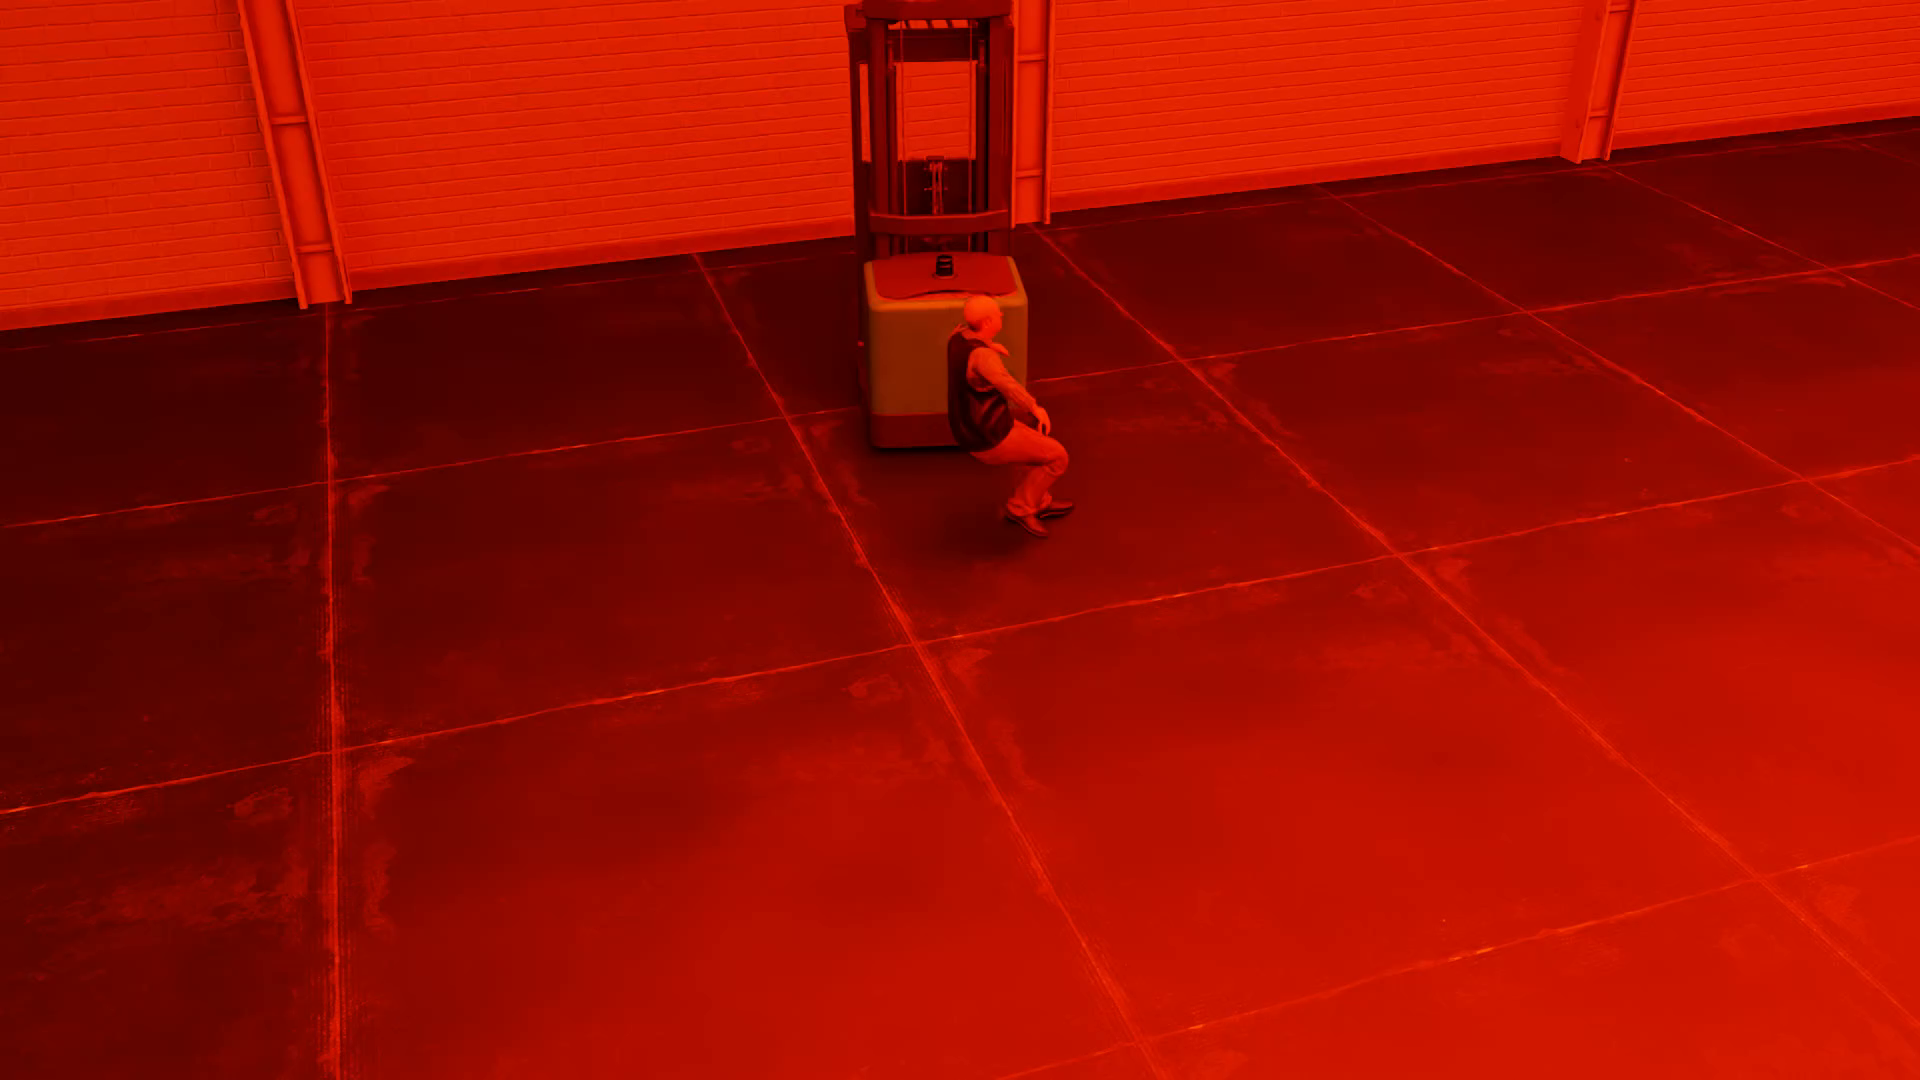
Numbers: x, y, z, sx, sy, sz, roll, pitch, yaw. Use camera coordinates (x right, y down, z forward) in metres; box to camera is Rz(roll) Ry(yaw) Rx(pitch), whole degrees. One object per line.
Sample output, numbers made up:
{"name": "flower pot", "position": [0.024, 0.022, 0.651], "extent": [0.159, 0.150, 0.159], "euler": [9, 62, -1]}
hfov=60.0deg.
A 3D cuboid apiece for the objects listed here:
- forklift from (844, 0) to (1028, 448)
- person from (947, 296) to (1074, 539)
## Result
{"name": "forklift", "position": [-0.212, -2.584, 11.578], "extent": [1.130, 2.935, 3.031], "euler": [-3, 30, -5]}
{"name": "person", "position": [0.335, -0.724, 9.754], "extent": [0.856, 1.538, 1.133], "euler": [-9, 31, -16]}
